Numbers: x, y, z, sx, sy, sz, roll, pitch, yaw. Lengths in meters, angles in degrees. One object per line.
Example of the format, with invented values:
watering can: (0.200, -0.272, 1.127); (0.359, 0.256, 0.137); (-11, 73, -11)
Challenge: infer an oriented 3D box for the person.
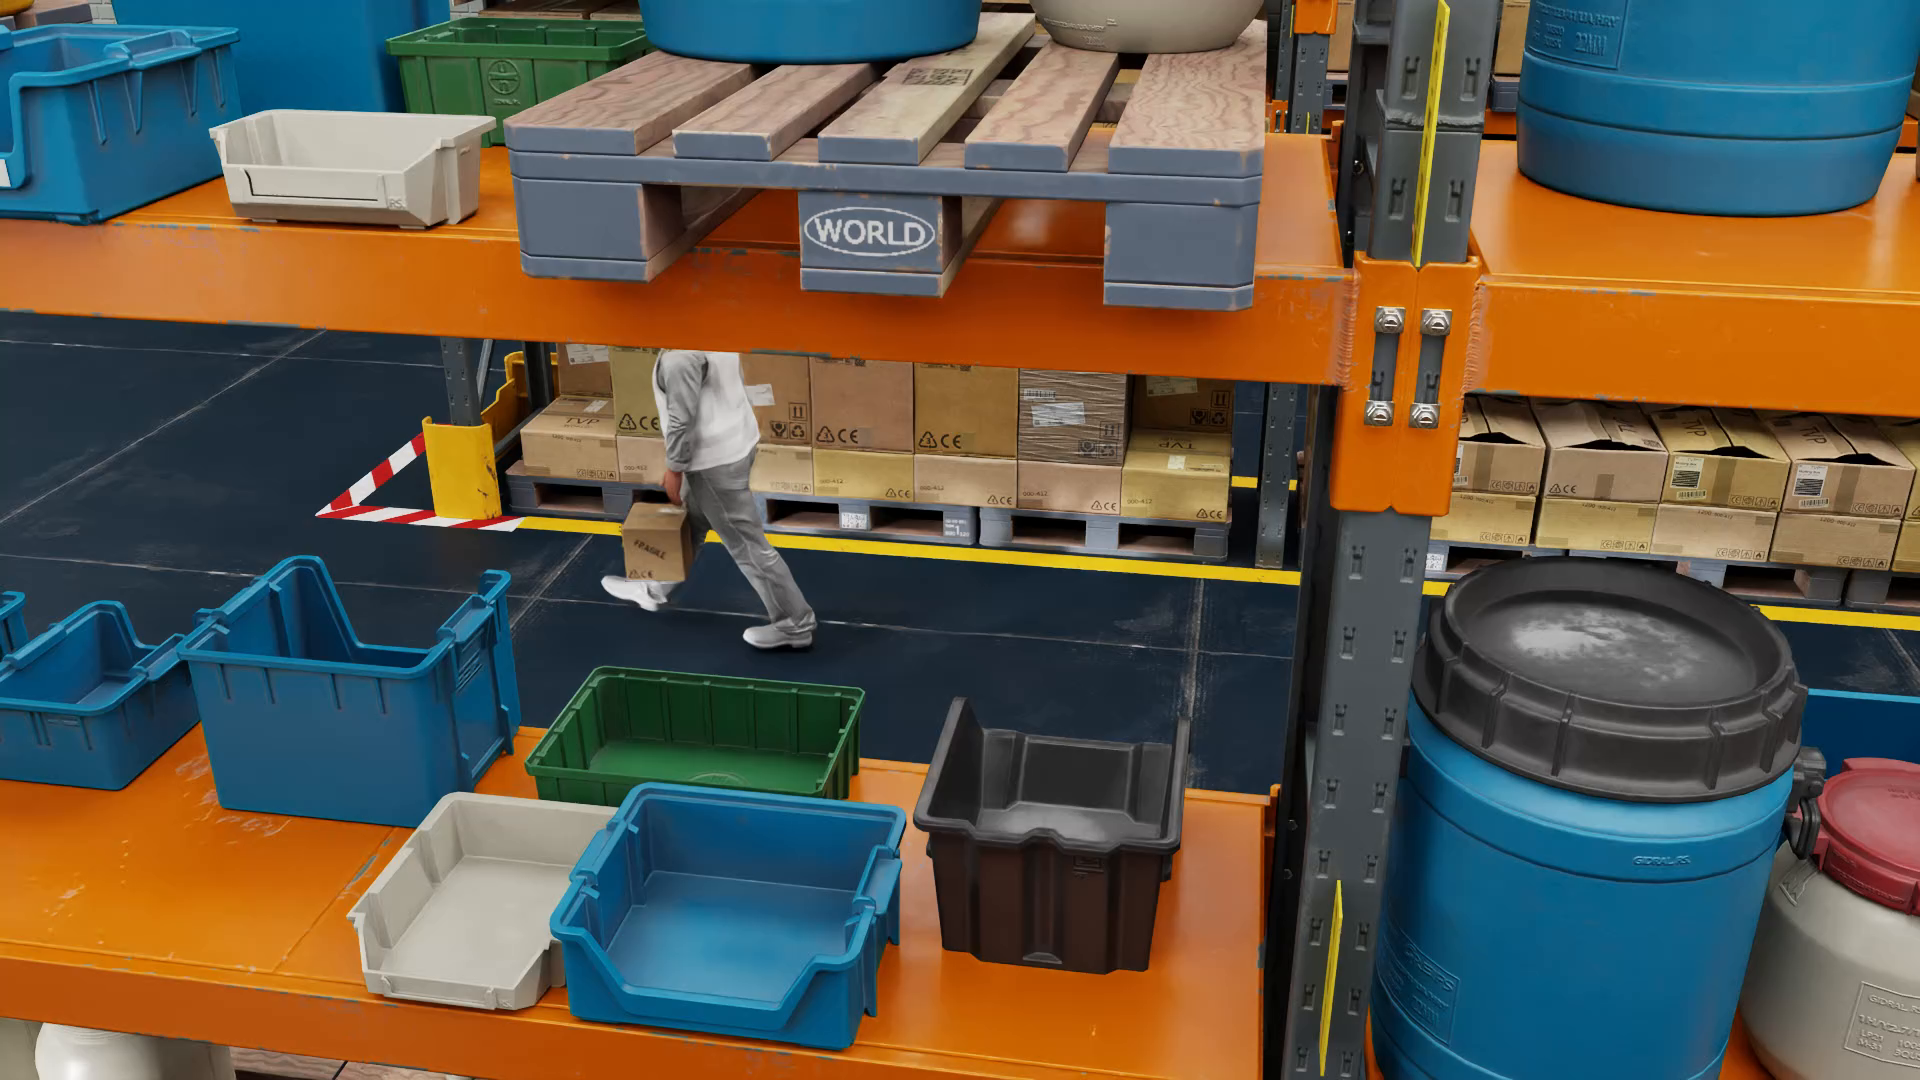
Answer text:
person: (-1.126, -0.387, 6.918); (1.015, 1.714, 0.448); (4, 25, 8)
